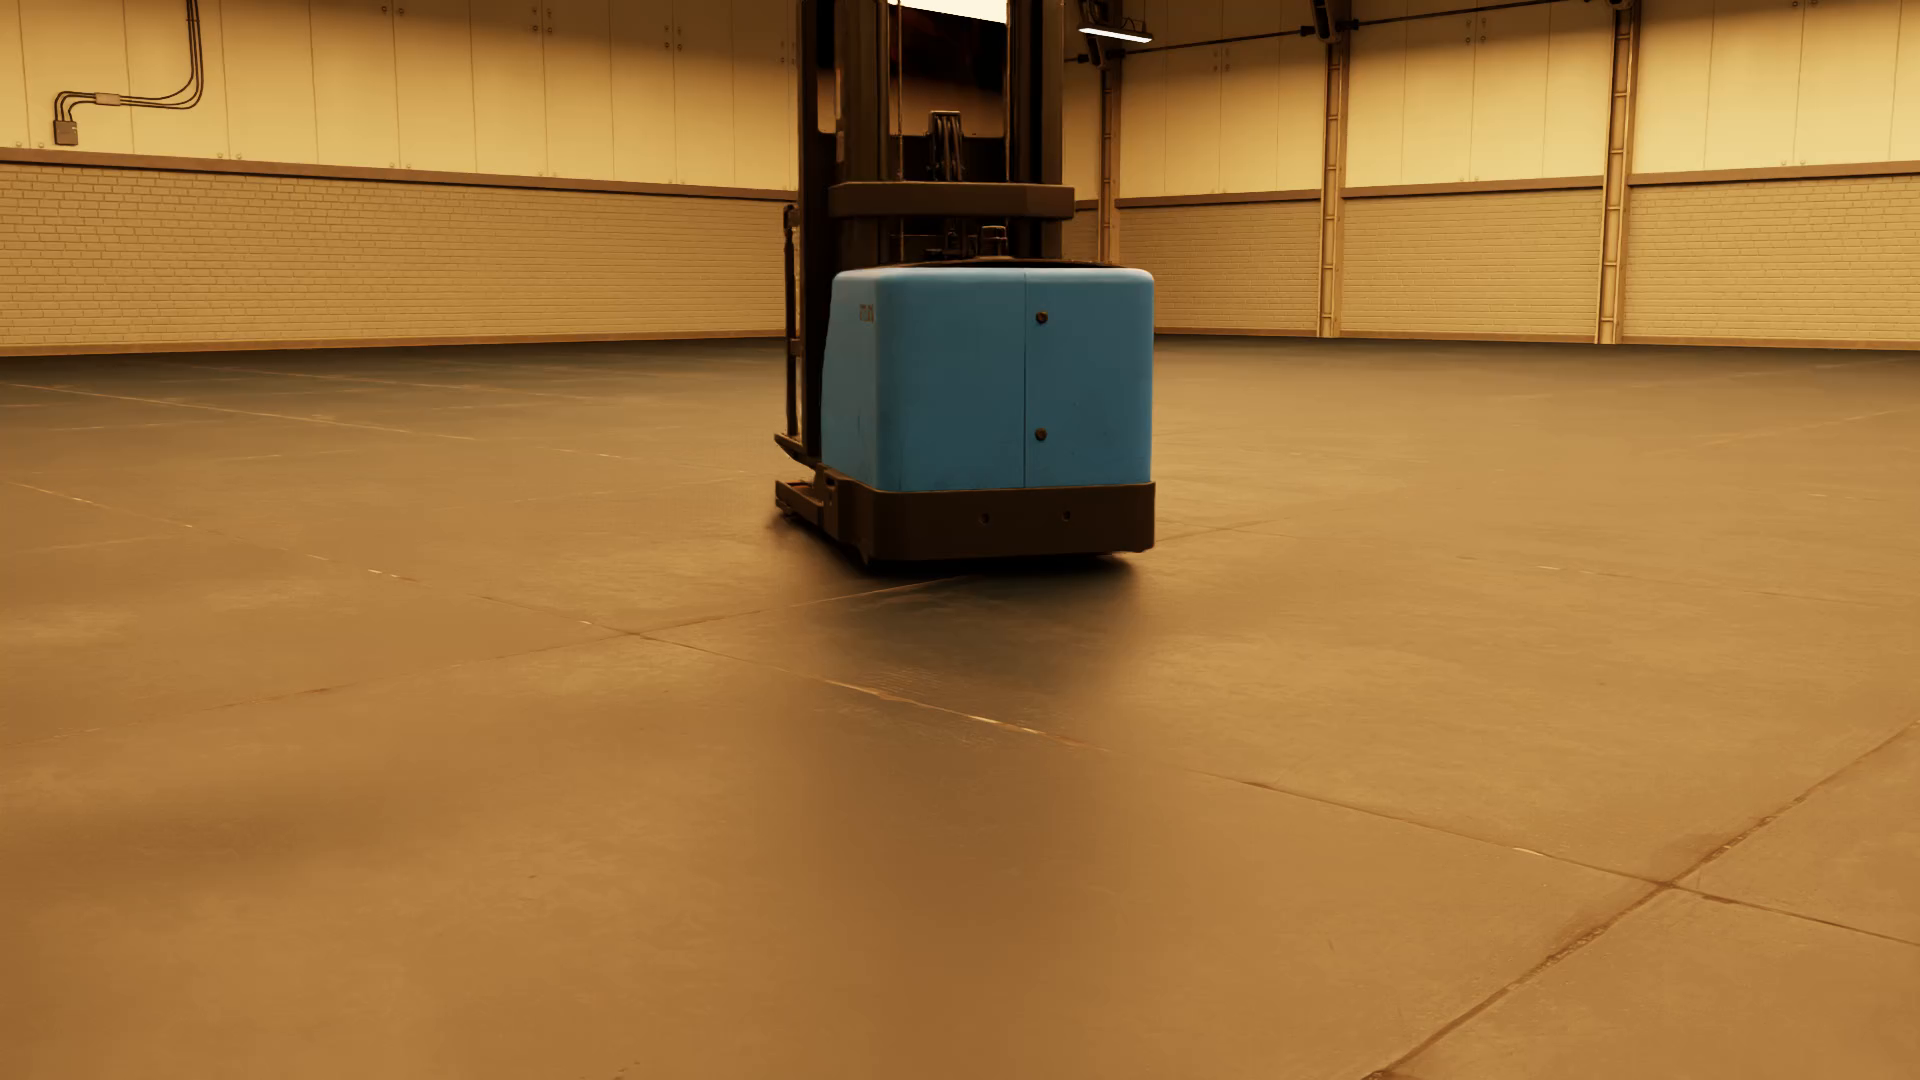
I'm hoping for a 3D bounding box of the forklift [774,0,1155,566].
[{"bbox_3d":[-0.195,-1.538,7.090,1.130,2.935,3.031,-2,9,-16],"label":"forklift"}]
